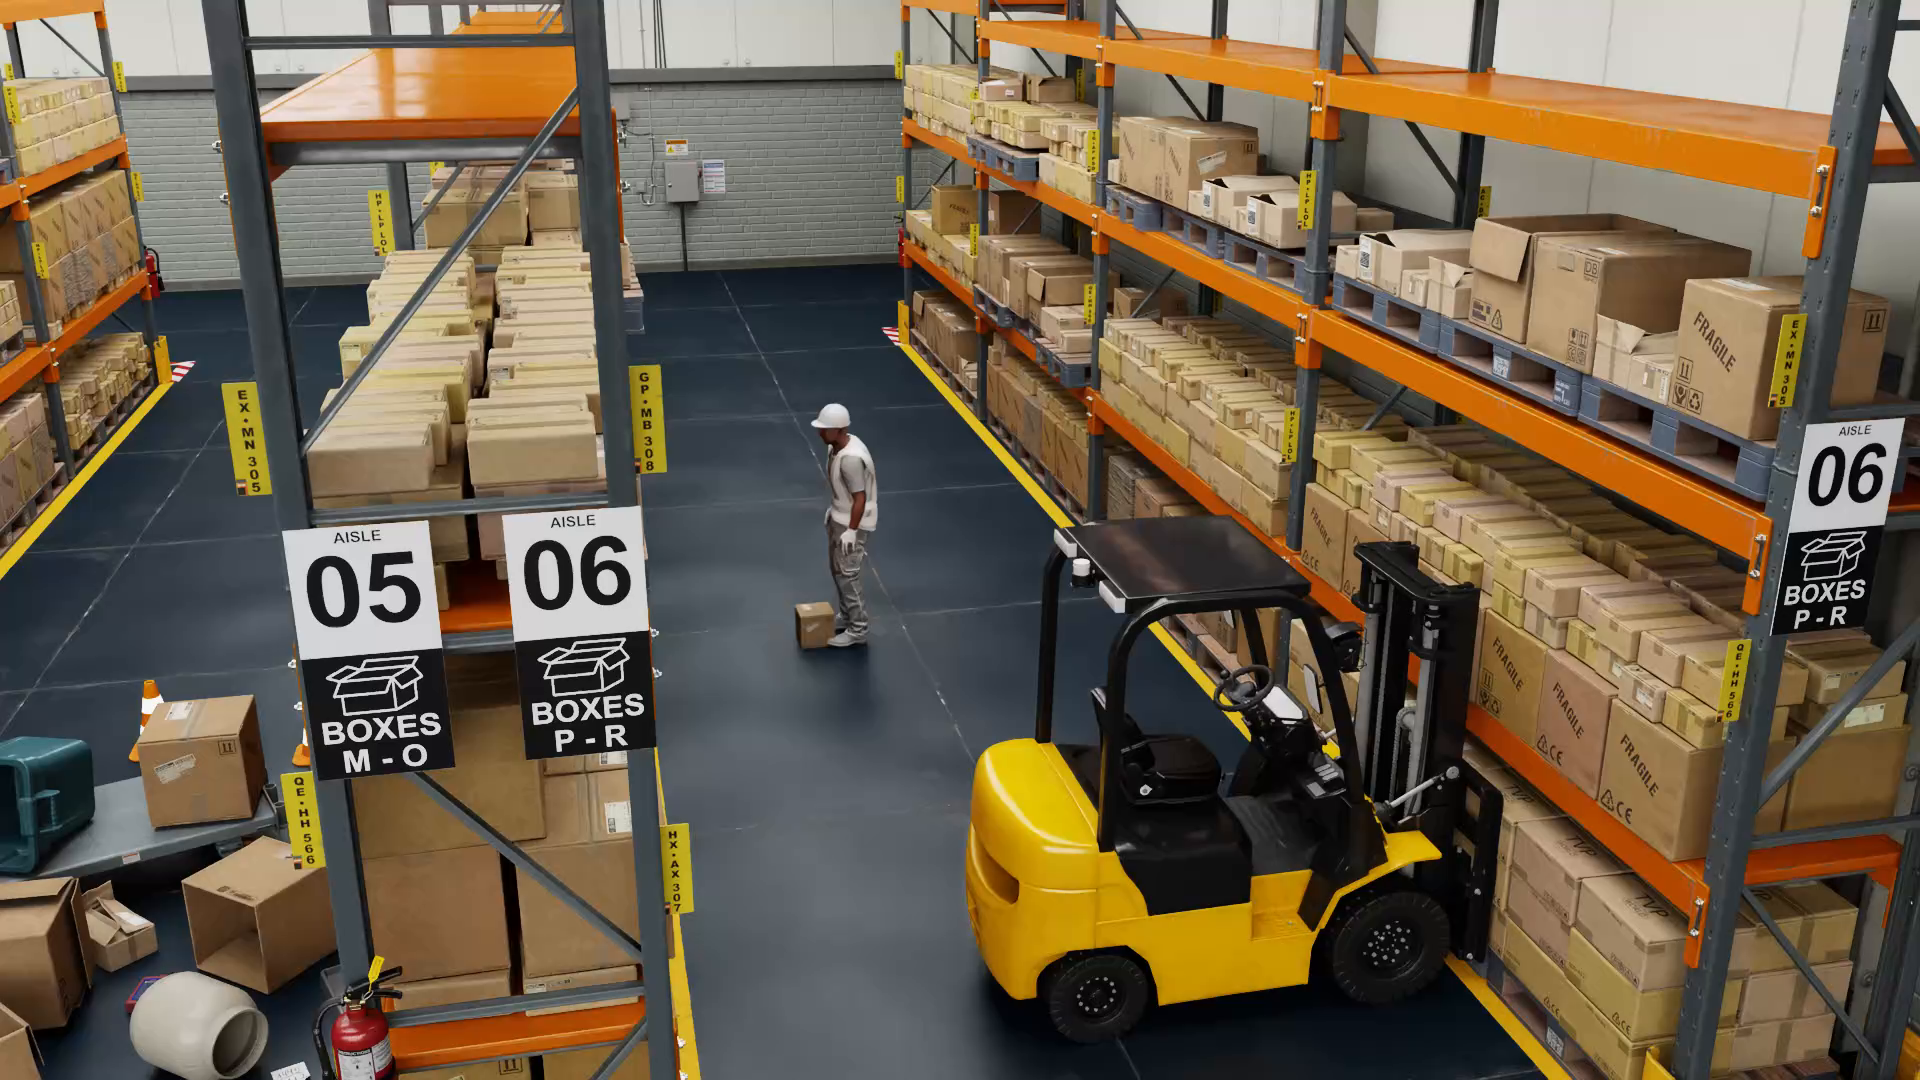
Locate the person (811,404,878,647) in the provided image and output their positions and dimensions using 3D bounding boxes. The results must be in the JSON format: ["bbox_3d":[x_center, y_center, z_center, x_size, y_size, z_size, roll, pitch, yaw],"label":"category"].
[{"bbox_3d":[-0.824,-0.121,11.895,0.446,1.774,0.604,-5,20,-14],"label":"person"}]
